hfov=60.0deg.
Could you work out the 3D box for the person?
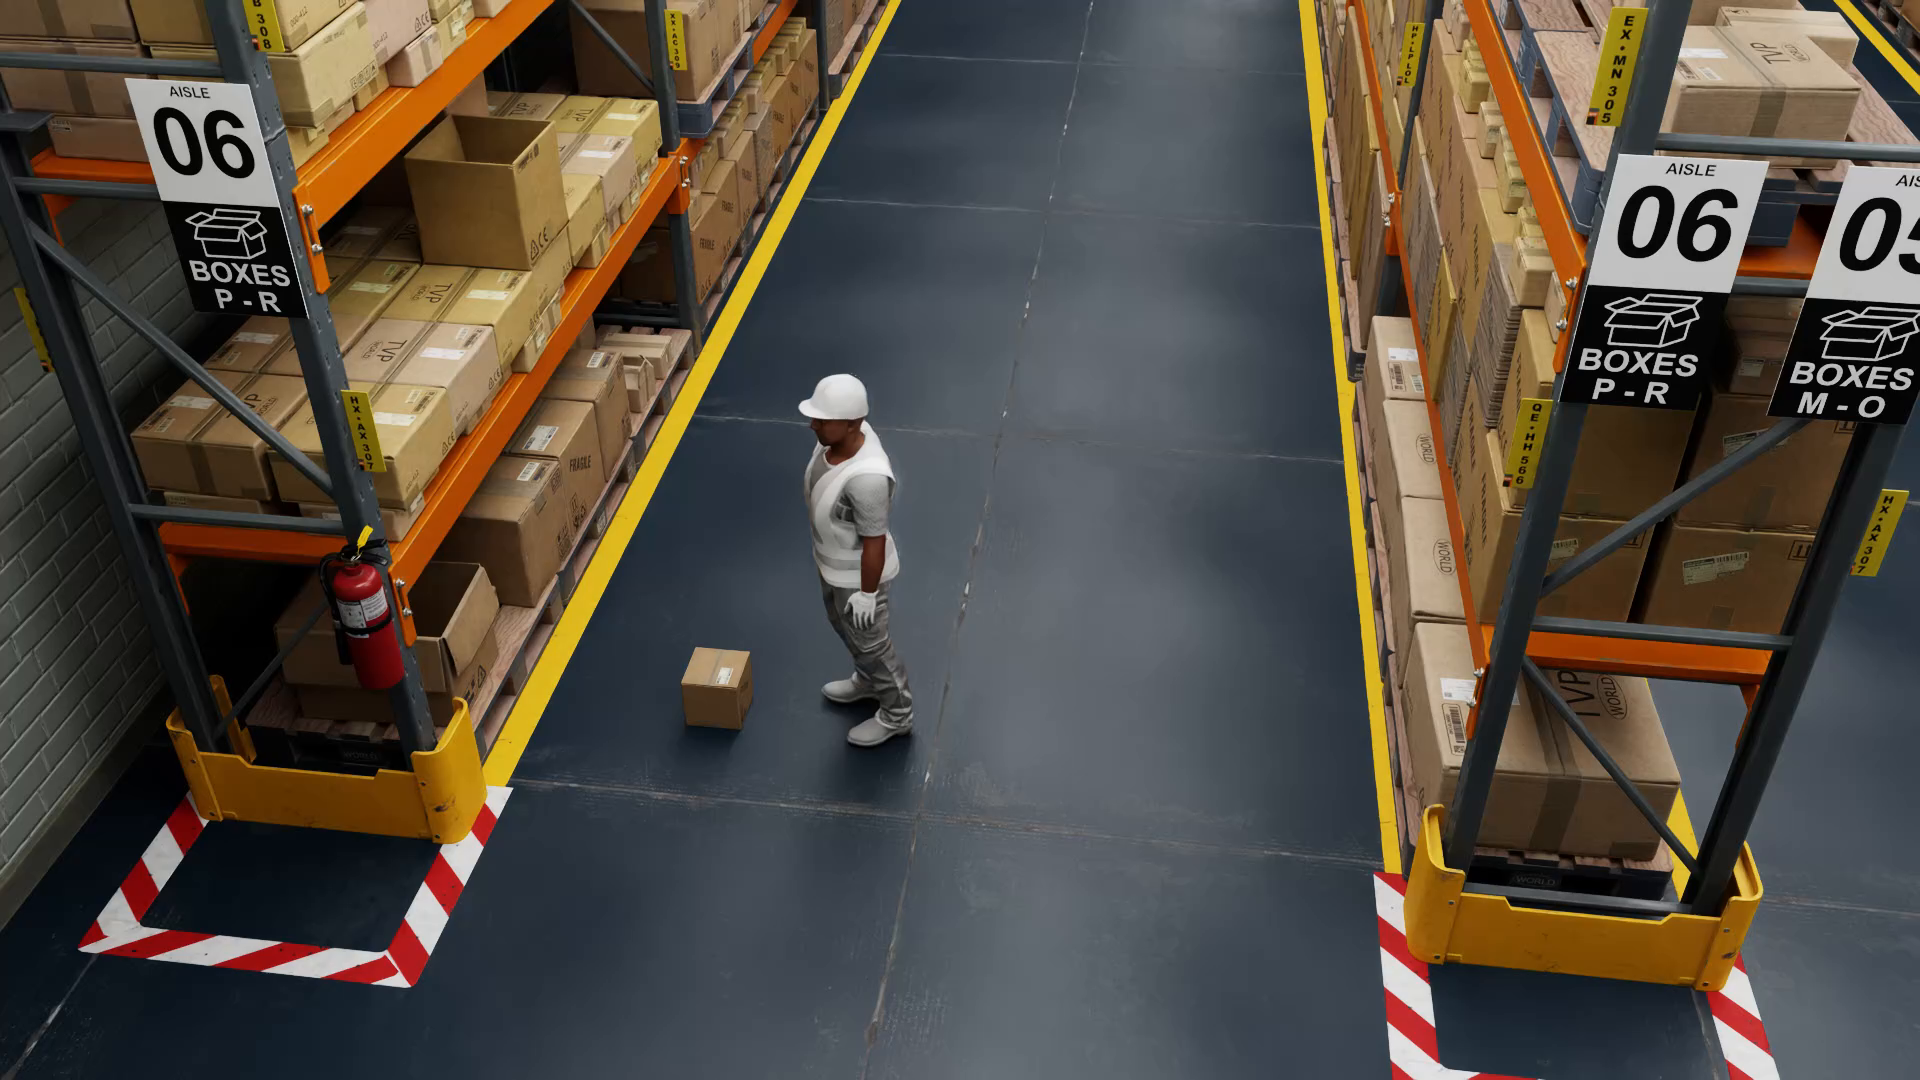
[{"bbox_3d":[-0.431,0.082,6.879,0.398,1.776,0.596,-10,37,-14],"label":"person"}]
